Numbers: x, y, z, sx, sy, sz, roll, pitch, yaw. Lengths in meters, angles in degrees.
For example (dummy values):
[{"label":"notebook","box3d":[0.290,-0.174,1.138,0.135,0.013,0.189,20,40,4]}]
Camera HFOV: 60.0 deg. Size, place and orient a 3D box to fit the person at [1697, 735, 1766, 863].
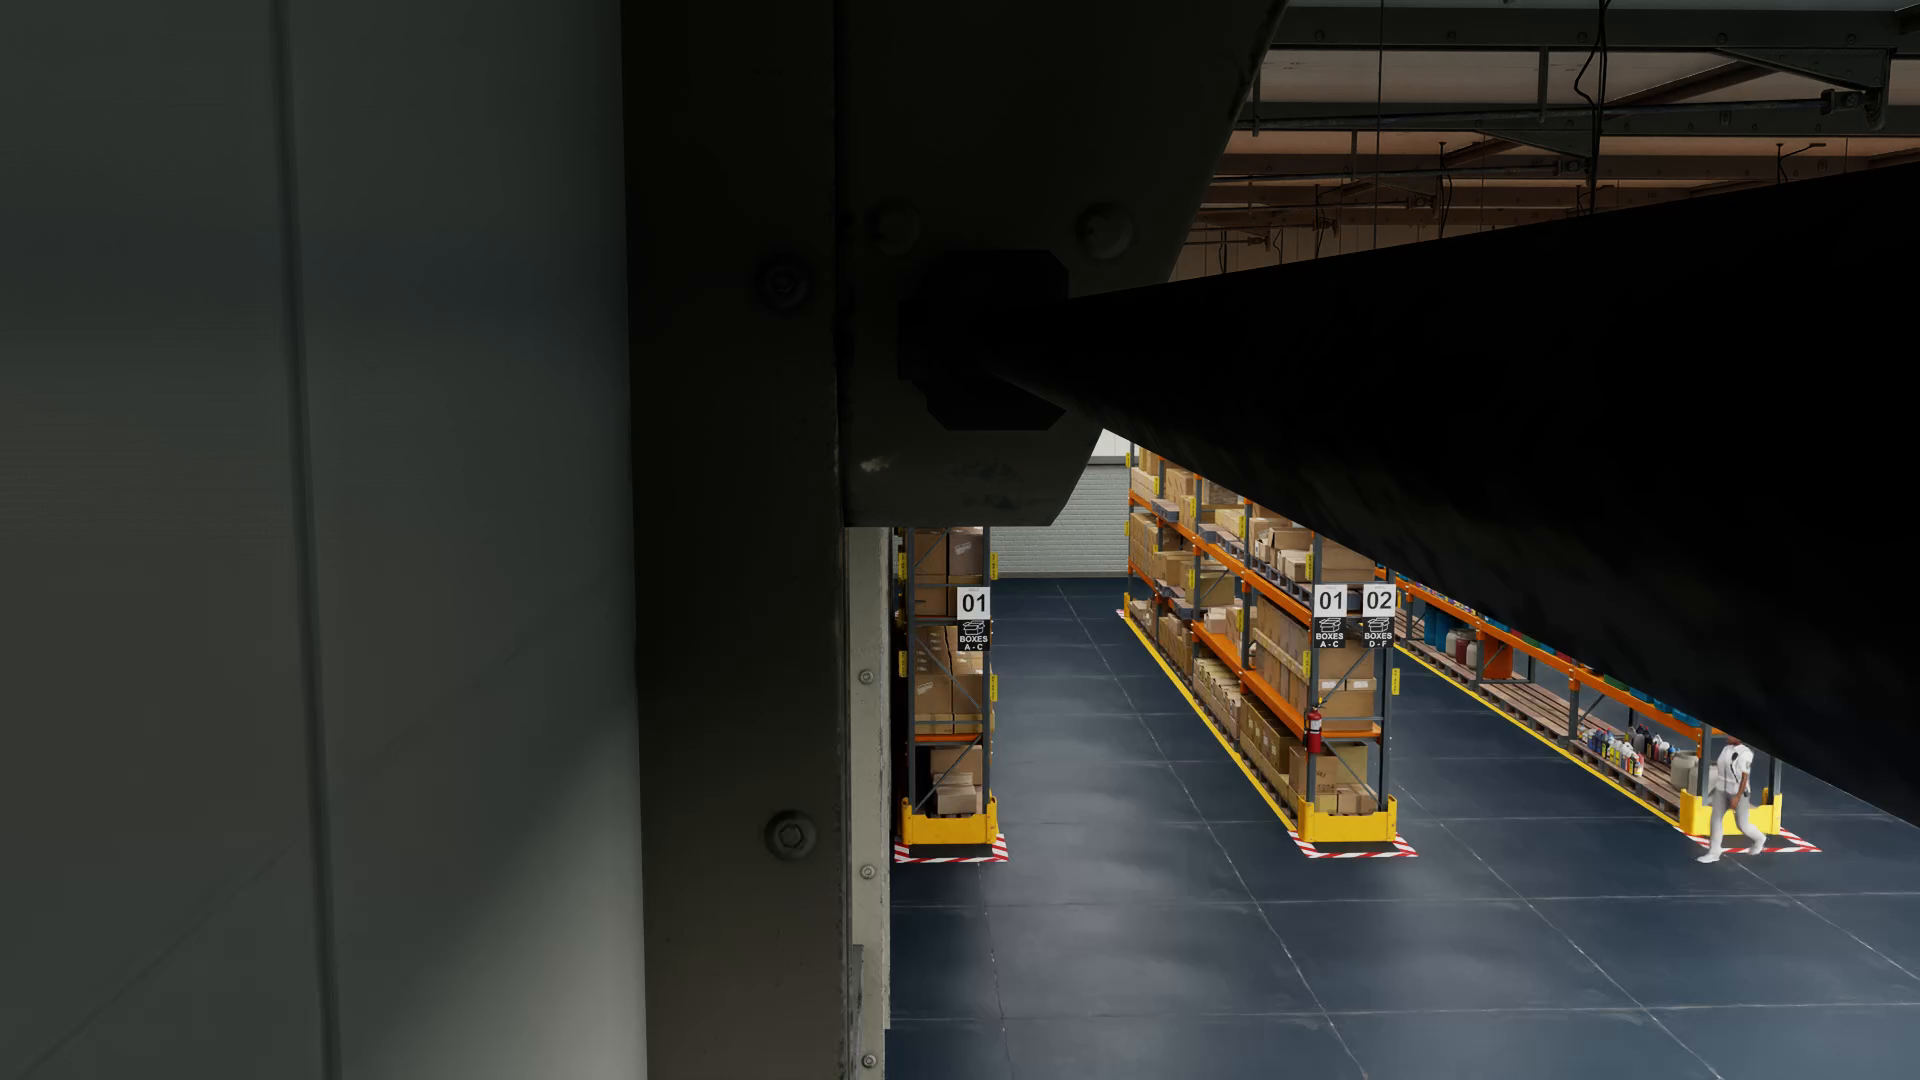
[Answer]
[{"label":"person","box3d":[9.185,2.983,19.713,0.866,1.667,0.417,-4,9,-31]}]
